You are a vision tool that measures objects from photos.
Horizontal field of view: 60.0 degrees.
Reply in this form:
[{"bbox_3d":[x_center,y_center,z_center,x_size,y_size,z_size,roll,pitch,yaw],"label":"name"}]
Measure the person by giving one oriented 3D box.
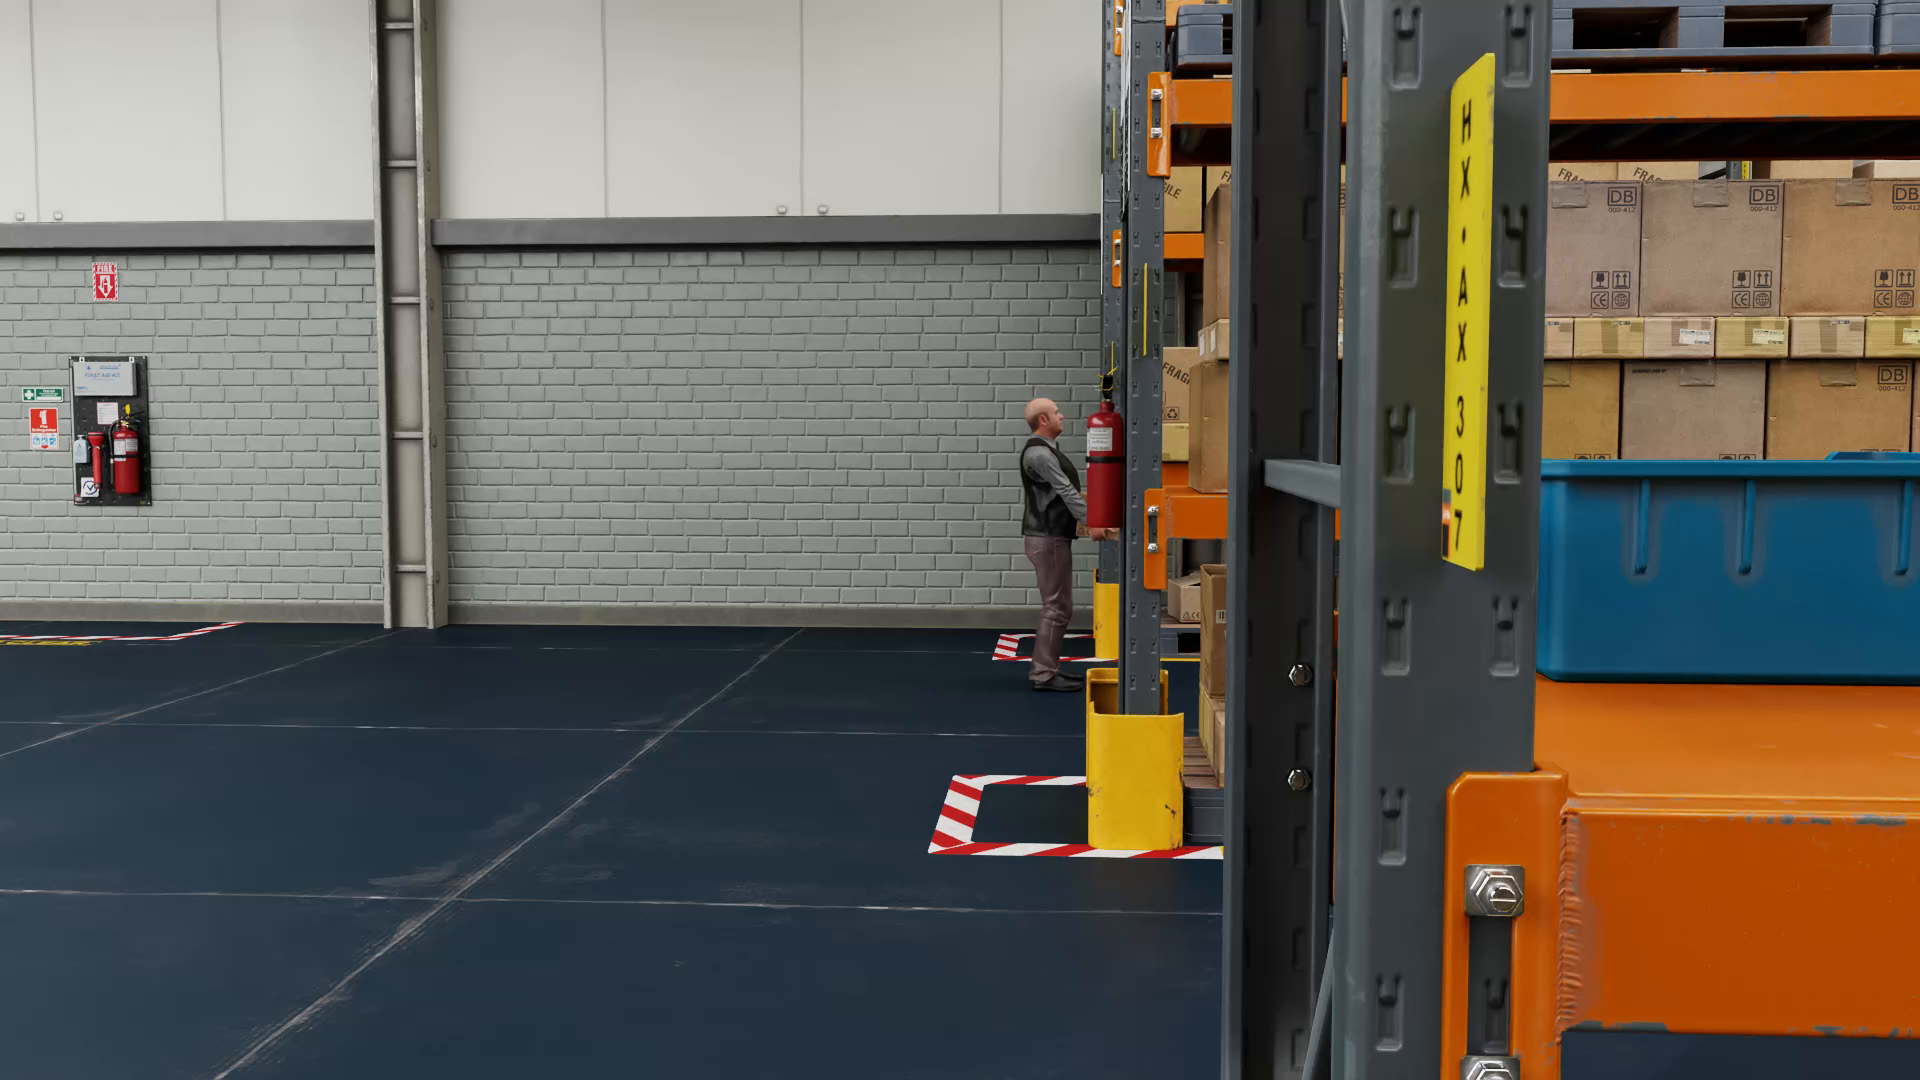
[{"bbox_3d":[0.634,0.020,9.822,0.560,1.711,0.494,0,4,4],"label":"person"}]
